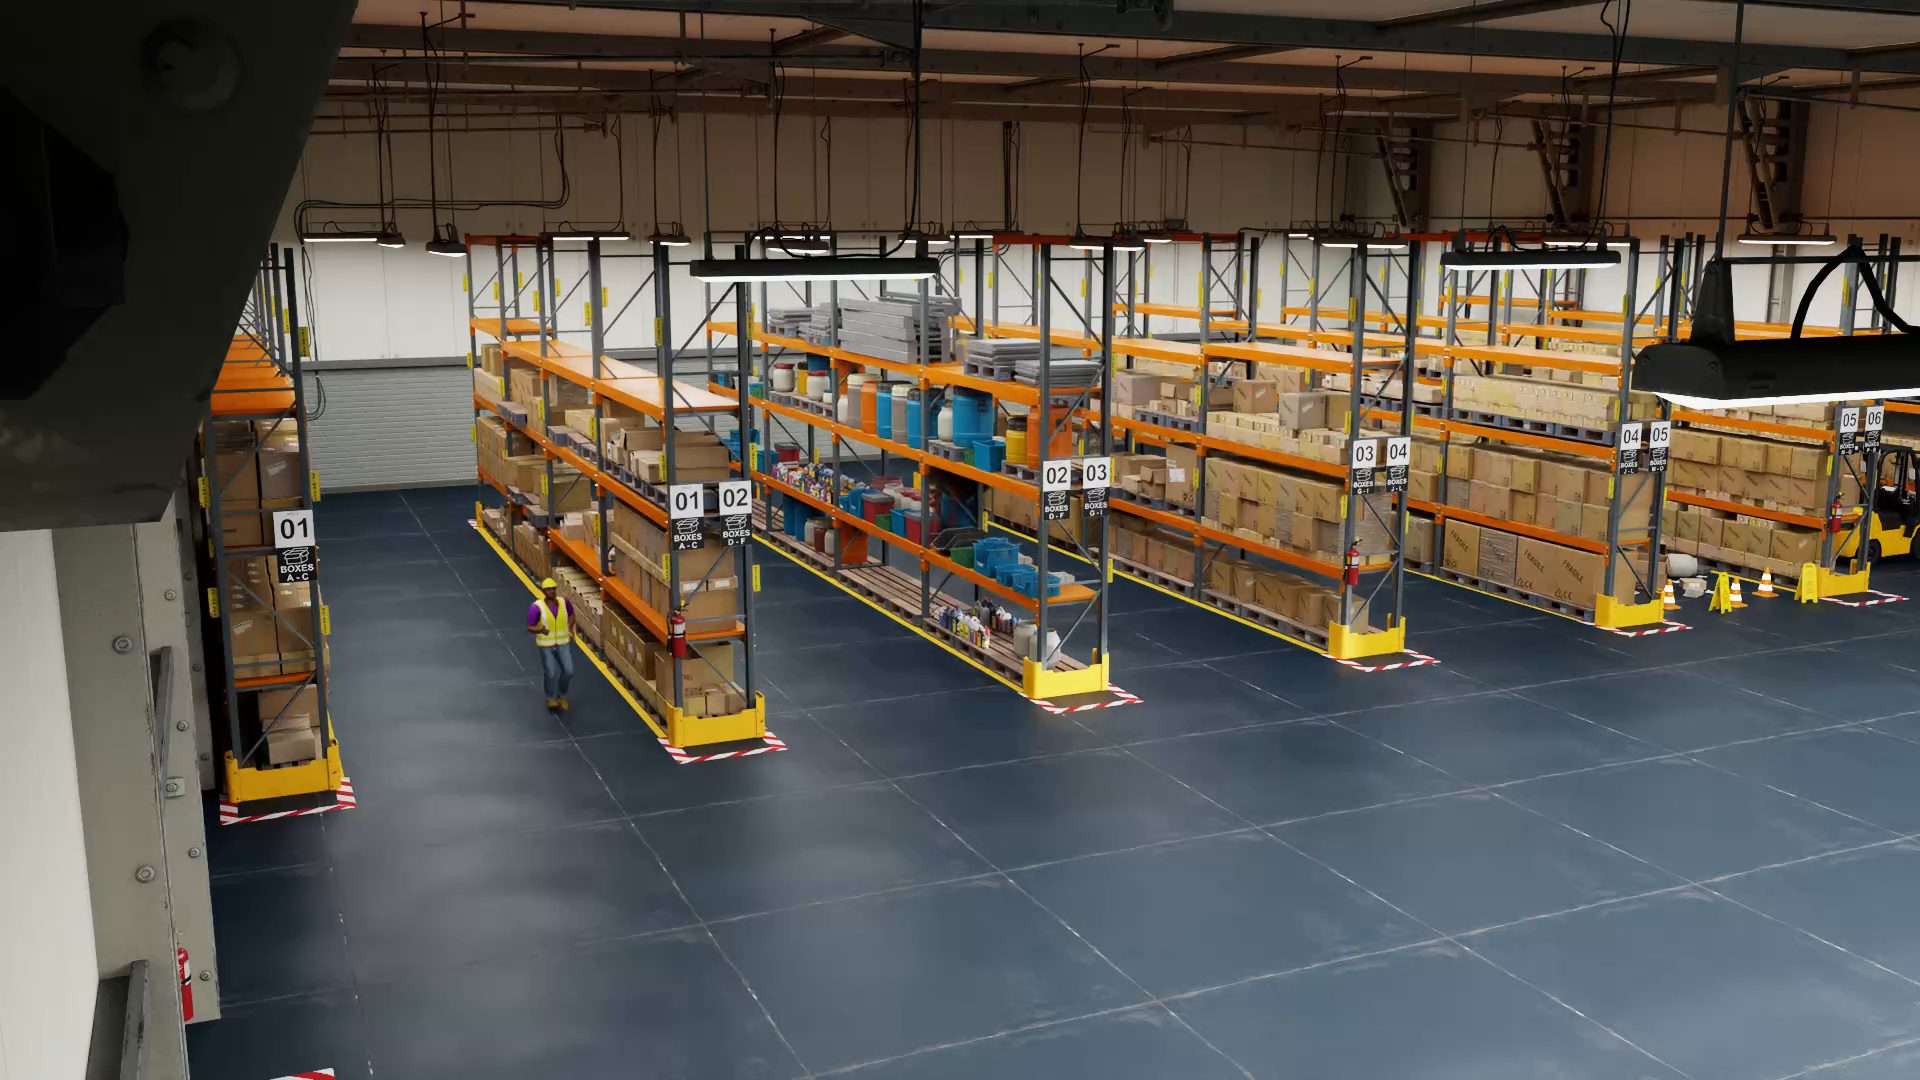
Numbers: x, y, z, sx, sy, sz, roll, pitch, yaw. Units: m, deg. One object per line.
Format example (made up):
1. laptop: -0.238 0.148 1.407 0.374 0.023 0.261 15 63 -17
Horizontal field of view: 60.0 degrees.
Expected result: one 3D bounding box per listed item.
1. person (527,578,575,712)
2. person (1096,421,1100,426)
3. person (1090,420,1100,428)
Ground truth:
1. person: -5.228 1.370 21.482 0.677 1.772 0.649 -6 12 -28
2. person: 3.418 -2.533 41.898 0.703 1.715 0.693 -8 14 -36
3. person: 3.212 -2.465 41.566 0.829 1.602 0.717 -6 12 -28
